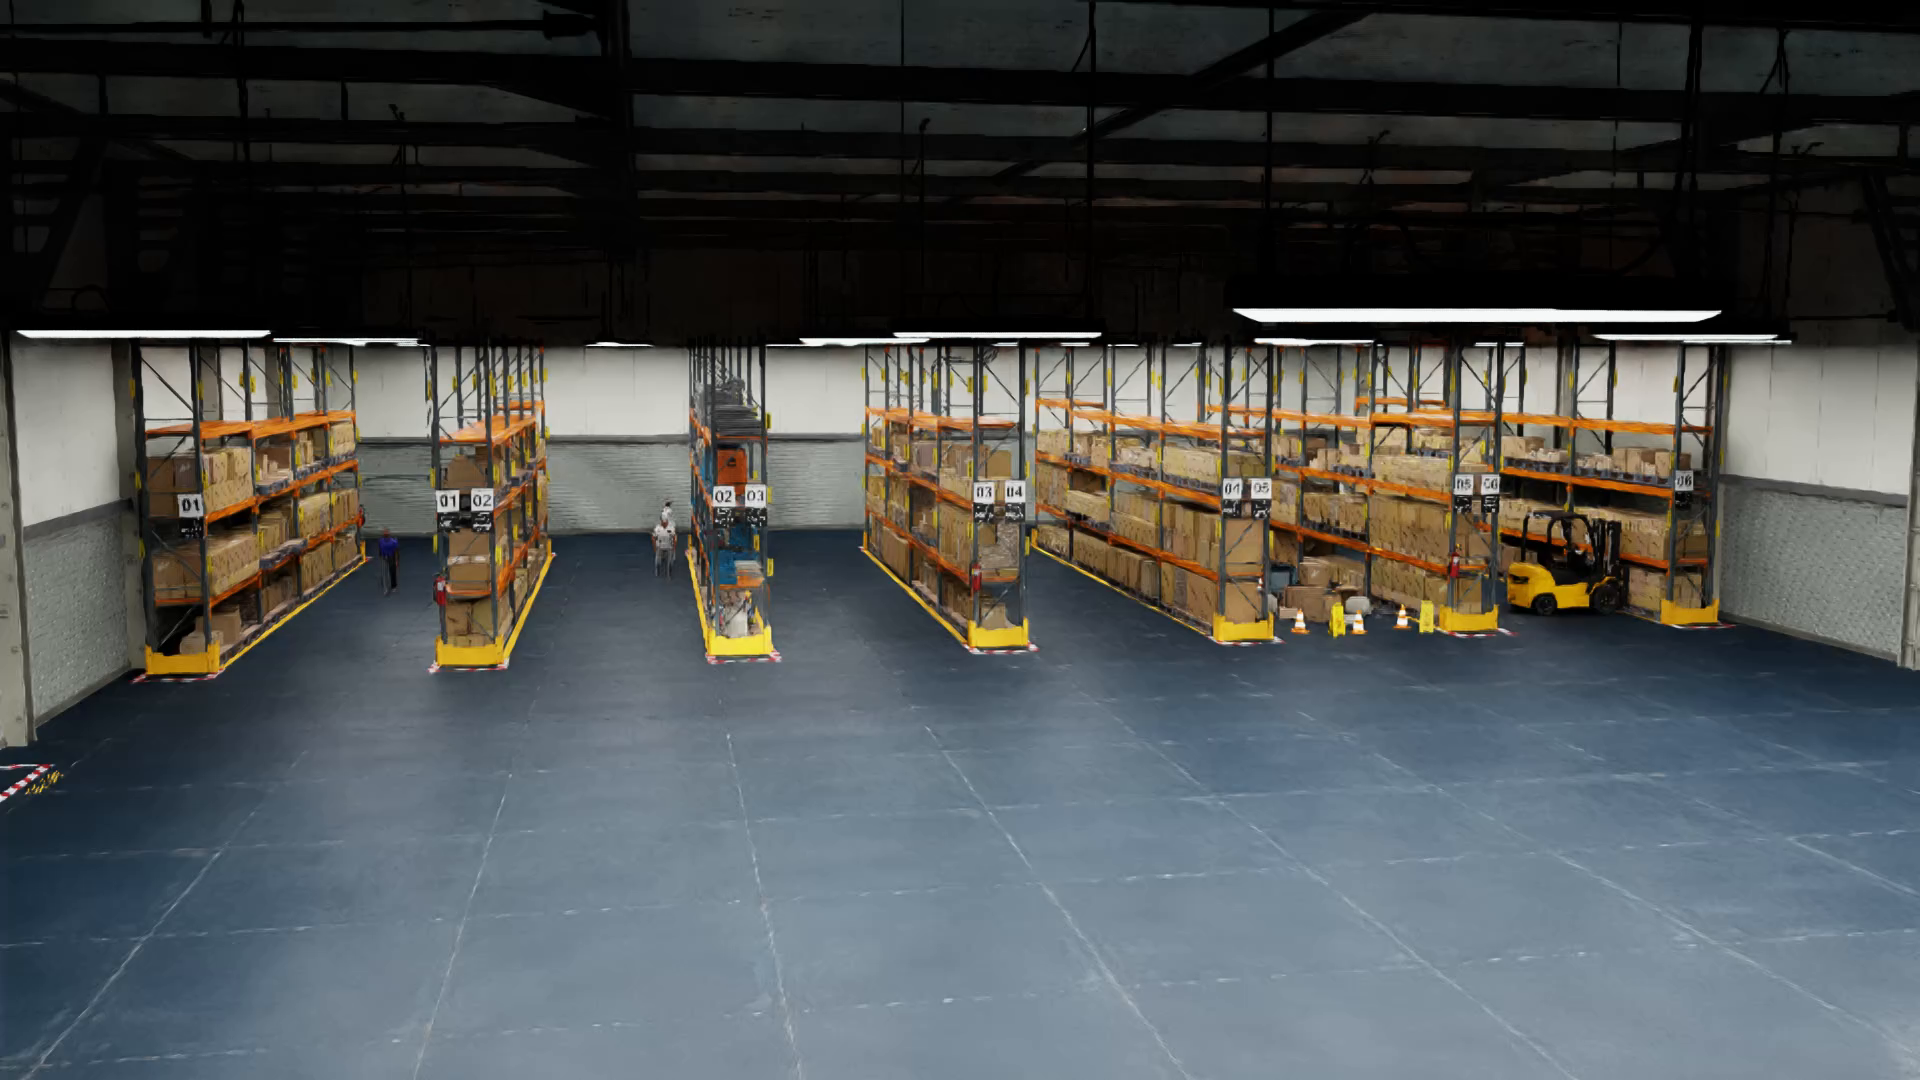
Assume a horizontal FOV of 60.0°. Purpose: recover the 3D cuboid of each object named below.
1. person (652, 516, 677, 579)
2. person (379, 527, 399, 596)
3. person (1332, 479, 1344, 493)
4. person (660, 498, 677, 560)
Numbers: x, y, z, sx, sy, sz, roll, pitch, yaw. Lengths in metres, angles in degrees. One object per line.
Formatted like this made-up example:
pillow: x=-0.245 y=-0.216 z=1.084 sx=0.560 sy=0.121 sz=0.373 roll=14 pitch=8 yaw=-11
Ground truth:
person: x=-7.359 y=0.191 z=41.418 sx=0.625 sy=1.611 sz=0.582 roll=-1 pitch=7 yaw=-12
person: x=-13.340 y=0.475 z=38.866 sx=0.463 sy=1.596 sz=0.985 roll=-1 pitch=7 yaw=-12
person: x=11.890 y=-1.148 z=52.365 sx=0.766 sy=1.766 sz=0.605 roll=-5 pitch=8 yaw=-39
person: x=-7.949 y=-0.299 z=45.236 sx=0.552 sy=1.664 sz=0.572 roll=1 pitch=7 yaw=11
